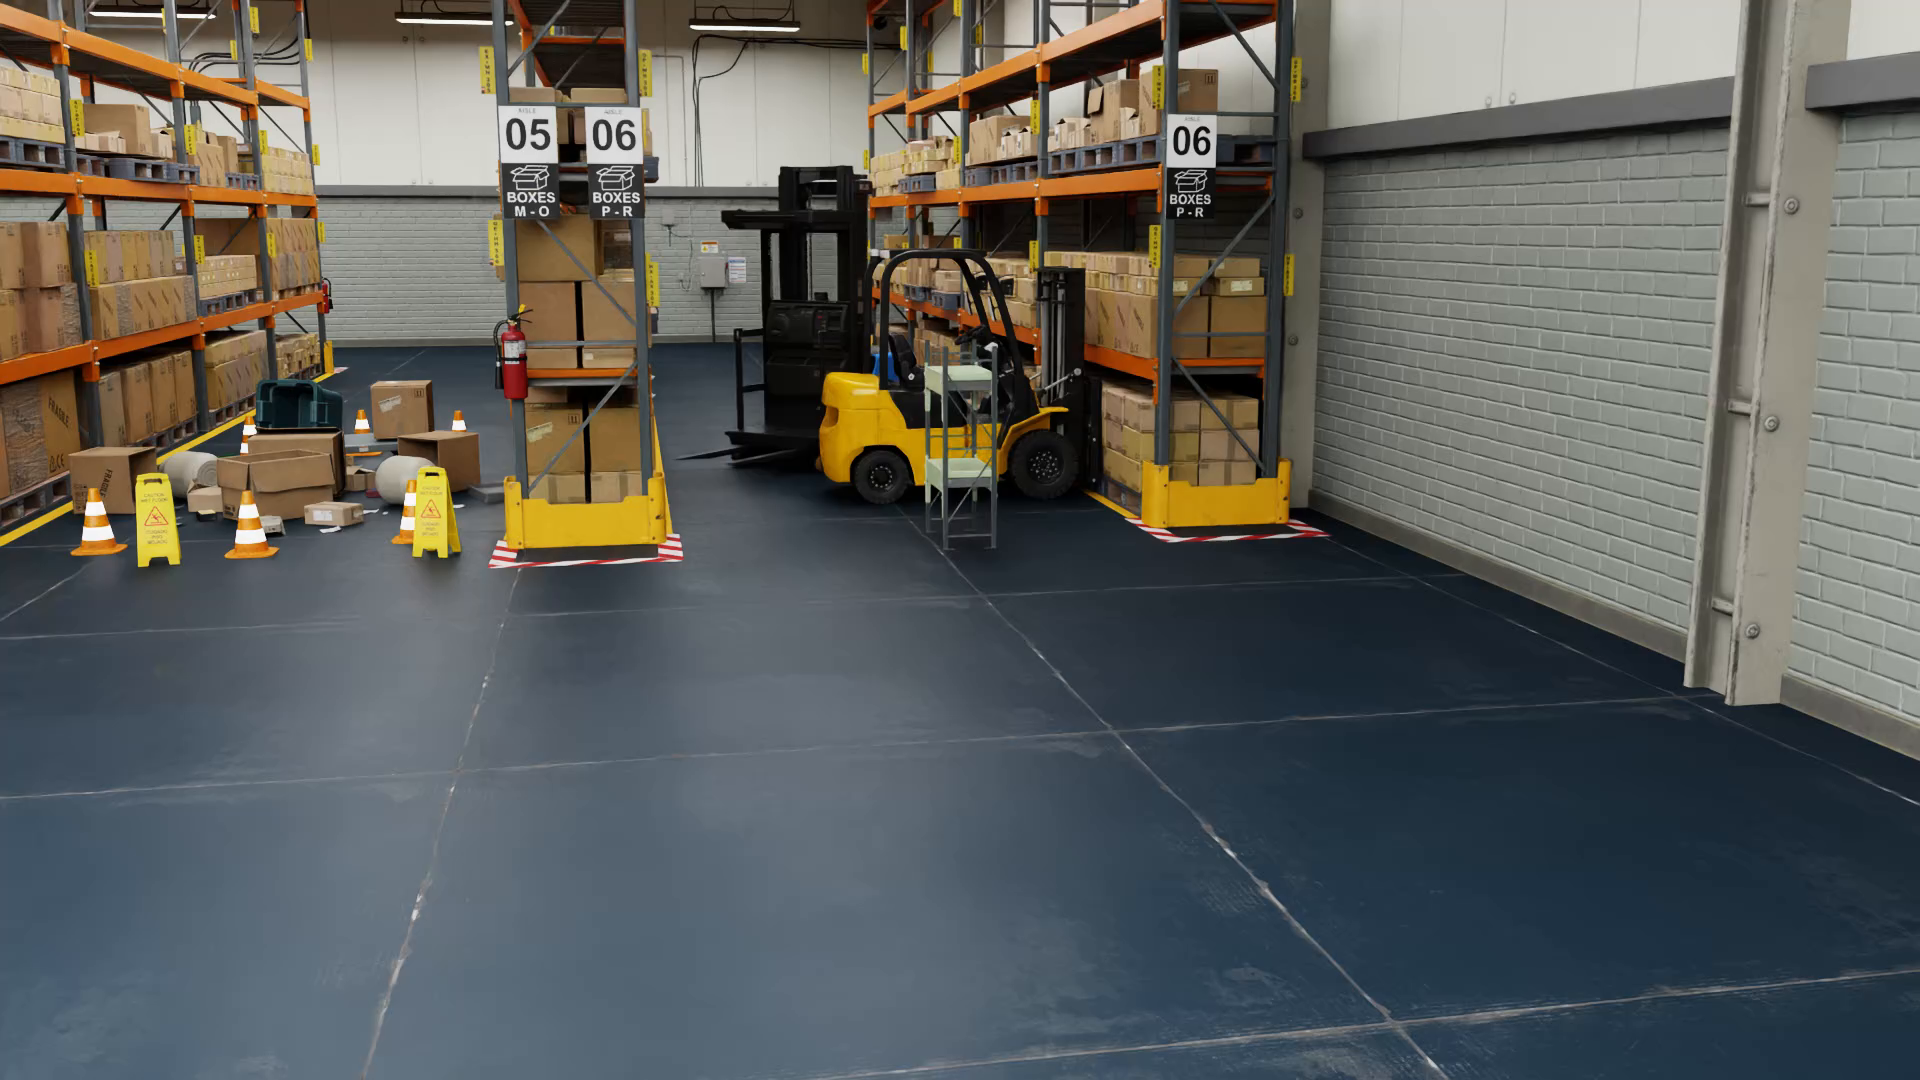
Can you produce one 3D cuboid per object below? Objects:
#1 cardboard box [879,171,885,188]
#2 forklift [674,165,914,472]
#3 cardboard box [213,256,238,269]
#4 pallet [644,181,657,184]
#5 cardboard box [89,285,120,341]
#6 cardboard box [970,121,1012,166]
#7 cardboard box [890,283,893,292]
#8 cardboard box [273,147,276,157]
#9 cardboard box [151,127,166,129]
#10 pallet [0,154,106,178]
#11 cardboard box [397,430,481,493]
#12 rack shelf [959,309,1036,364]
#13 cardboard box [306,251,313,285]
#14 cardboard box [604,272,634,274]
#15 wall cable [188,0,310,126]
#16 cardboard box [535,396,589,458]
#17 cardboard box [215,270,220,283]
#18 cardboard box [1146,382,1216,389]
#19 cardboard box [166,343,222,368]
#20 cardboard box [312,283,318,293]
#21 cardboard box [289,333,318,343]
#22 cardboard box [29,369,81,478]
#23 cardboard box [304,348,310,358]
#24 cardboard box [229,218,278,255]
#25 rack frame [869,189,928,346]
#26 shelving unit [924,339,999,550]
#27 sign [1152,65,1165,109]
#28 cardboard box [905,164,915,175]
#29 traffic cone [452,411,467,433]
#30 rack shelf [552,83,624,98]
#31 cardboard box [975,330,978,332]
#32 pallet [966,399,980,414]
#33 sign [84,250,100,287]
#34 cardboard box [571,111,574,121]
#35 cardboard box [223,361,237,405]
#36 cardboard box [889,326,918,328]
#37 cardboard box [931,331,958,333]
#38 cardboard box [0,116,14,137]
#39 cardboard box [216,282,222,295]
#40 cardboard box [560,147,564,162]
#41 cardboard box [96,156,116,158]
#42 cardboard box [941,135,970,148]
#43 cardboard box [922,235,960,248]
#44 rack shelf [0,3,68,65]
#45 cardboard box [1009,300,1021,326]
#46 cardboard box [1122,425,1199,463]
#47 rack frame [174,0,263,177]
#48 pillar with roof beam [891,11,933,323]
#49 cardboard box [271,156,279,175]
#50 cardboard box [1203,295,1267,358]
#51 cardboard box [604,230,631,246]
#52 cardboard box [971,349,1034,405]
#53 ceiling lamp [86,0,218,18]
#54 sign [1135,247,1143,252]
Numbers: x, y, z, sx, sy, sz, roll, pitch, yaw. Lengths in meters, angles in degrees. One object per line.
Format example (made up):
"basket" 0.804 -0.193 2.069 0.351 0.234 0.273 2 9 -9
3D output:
"cardboard box" -1.027 -5.827 26.872 0.500 0.250 0.500 -2 11 -13
"forklift" -1.627 -2.189 16.361 1.130 2.935 3.031 6 12 29
"cardboard box" -9.511 -3.564 21.358 0.380 0.149 0.250 -2 11 -13
"pallet" -3.806 -3.866 17.463 1.213 0.211 1.003 -2 11 -11
"cardboard box" -8.260 -2.134 15.618 0.500 0.500 0.500 -2 11 -10
"cardboard box" 0.407 -4.728 19.836 0.500 0.500 0.500 -2 11 -11
"cardboard box" -0.983 -4.080 26.781 0.380 0.149 0.250 -2 11 -10
"cardboard box" -9.997 -5.540 23.758 0.380 0.149 0.250 -2 11 -13
"cardboard box" -9.803 -4.911 20.138 0.396 0.266 0.258 -2 11 -11
"pallet" -8.648 -3.524 15.680 0.805 0.209 1.217 -3 11 -13
"cardboard box" -4.712 -0.704 15.053 0.500 0.500 0.500 6 12 28
"rack shelf" 0.894 -2.372 19.059 1.077 0.370 4.000 -2 11 -11
"cardboard box" -10.320 -4.207 25.714 0.500 0.500 0.500 -2 11 -12
"cardboard box" -3.043 -2.111 14.701 0.500 0.500 0.500 -2 11 -9
"wall cable" -13.359 -9.707 31.028 2.277 5.999 0.120 -2 11 -11
"cardboard box" -3.324 -0.900 13.630 0.500 0.500 0.500 -2 11 -9
"cardboard box" -9.303 -3.228 20.385 0.380 0.149 0.250 -2 11 -11
"cardboard box" 1.965 -1.250 14.798 0.500 0.250 0.500 -2 11 -11
"cardboard box" -9.096 -2.194 19.759 0.500 0.250 0.500 -3 11 -14
"cardboard box" -10.414 -4.006 26.396 0.380 0.149 0.250 -2 11 -11
"cardboard box" -10.404 -3.190 26.342 0.380 0.149 0.250 -2 11 -10
"cardboard box" -8.368 -1.023 14.609 0.875 0.875 0.875 -2 11 -10
"cardboard box" -10.156 -2.855 25.381 0.380 0.149 0.250 -2 11 -10
"cardboard box" -9.826 -4.224 23.129 0.500 0.500 0.500 -2 11 -10
"rack frame" -1.051 -4.559 28.627 1.000 3.000 0.127 -2 11 -11
"shelving unit" 0.001 -0.736 12.550 0.431 1.500 0.755 -2 11 -11
"sign" 1.526 -3.477 12.764 0.100 0.325 0.005 -2 11 -11
"cardboard box" -0.589 -5.313 23.848 0.380 0.149 0.250 -2 11 -10
"traffic cone" -5.200 -1.107 17.277 0.336 0.463 0.334 -2 11 -11
"rack shelf" -4.752 -5.675 21.438 1.077 0.370 4.000 -2 11 -11
"cardboard box" 0.269 -2.927 23.881 0.380 0.149 0.250 -3 11 -14
"pallet" 0.627 -1.570 20.379 1.003 0.211 1.213 -2 11 -11
"sign" -7.877 -2.463 15.088 0.100 0.325 0.005 -2 11 -11
"cardboard box" -3.307 -3.474 13.442 0.380 0.149 0.250 -2 11 -13
"cardboard box" -9.188 -1.922 20.332 0.500 0.500 0.500 -2 11 -10
"cardboard box" -0.897 -3.264 27.383 0.700 0.500 0.500 -2 11 -9
"cardboard box" -0.207 -2.903 23.752 0.380 0.149 0.250 -2 11 -12
"cardboard box" -7.787 -3.295 13.246 0.380 0.149 0.250 -2 11 -12
"cardboard box" -9.301 -3.081 20.412 0.380 0.149 0.250 -2 11 -9
"cardboard box" -3.250 -2.943 12.787 0.380 0.149 0.250 -2 11 -9
"cardboard box" -9.177 -4.135 17.386 0.500 0.250 0.500 -2 11 -9
"cardboard box" -0.062 -5.680 23.871 0.396 0.266 0.258 -2 11 -11
"cardboard box" -0.302 -4.549 26.175 0.500 0.500 0.500 -2 11 -13
"rack shelf" -8.032 -4.009 12.686 1.077 0.370 4.000 -2 11 -11
"cardboard box" 0.825 -2.459 17.997 0.500 0.250 0.500 -2 11 -11
"cardboard box" 1.659 -0.804 13.790 0.500 0.250 0.500 -2 11 -12
"rack frame" -9.977 -6.393 22.217 1.000 3.000 0.127 -2 11 -11
"pillar with roof beam" -4.914 -7.877 30.014 9.100 9.000 0.548 -2 11 -11
"cardboard box" -9.928 -5.280 23.456 0.500 0.250 0.500 -2 11 -11
"cardboard box" 2.237 -1.775 13.731 0.500 0.500 0.500 -2 11 -9
"cardboard box" -3.330 -2.996 16.496 0.380 0.149 0.250 -2 11 -11
"cardboard box" 0.613 -2.017 20.498 0.875 0.625 0.625 -2 11 -9
"ceiling lamp" -13.675 -10.417 27.746 2.000 3.185 0.800 -2 11 -11
"sign" 1.827 -2.843 17.083 0.100 0.325 0.005 -2 11 -11
